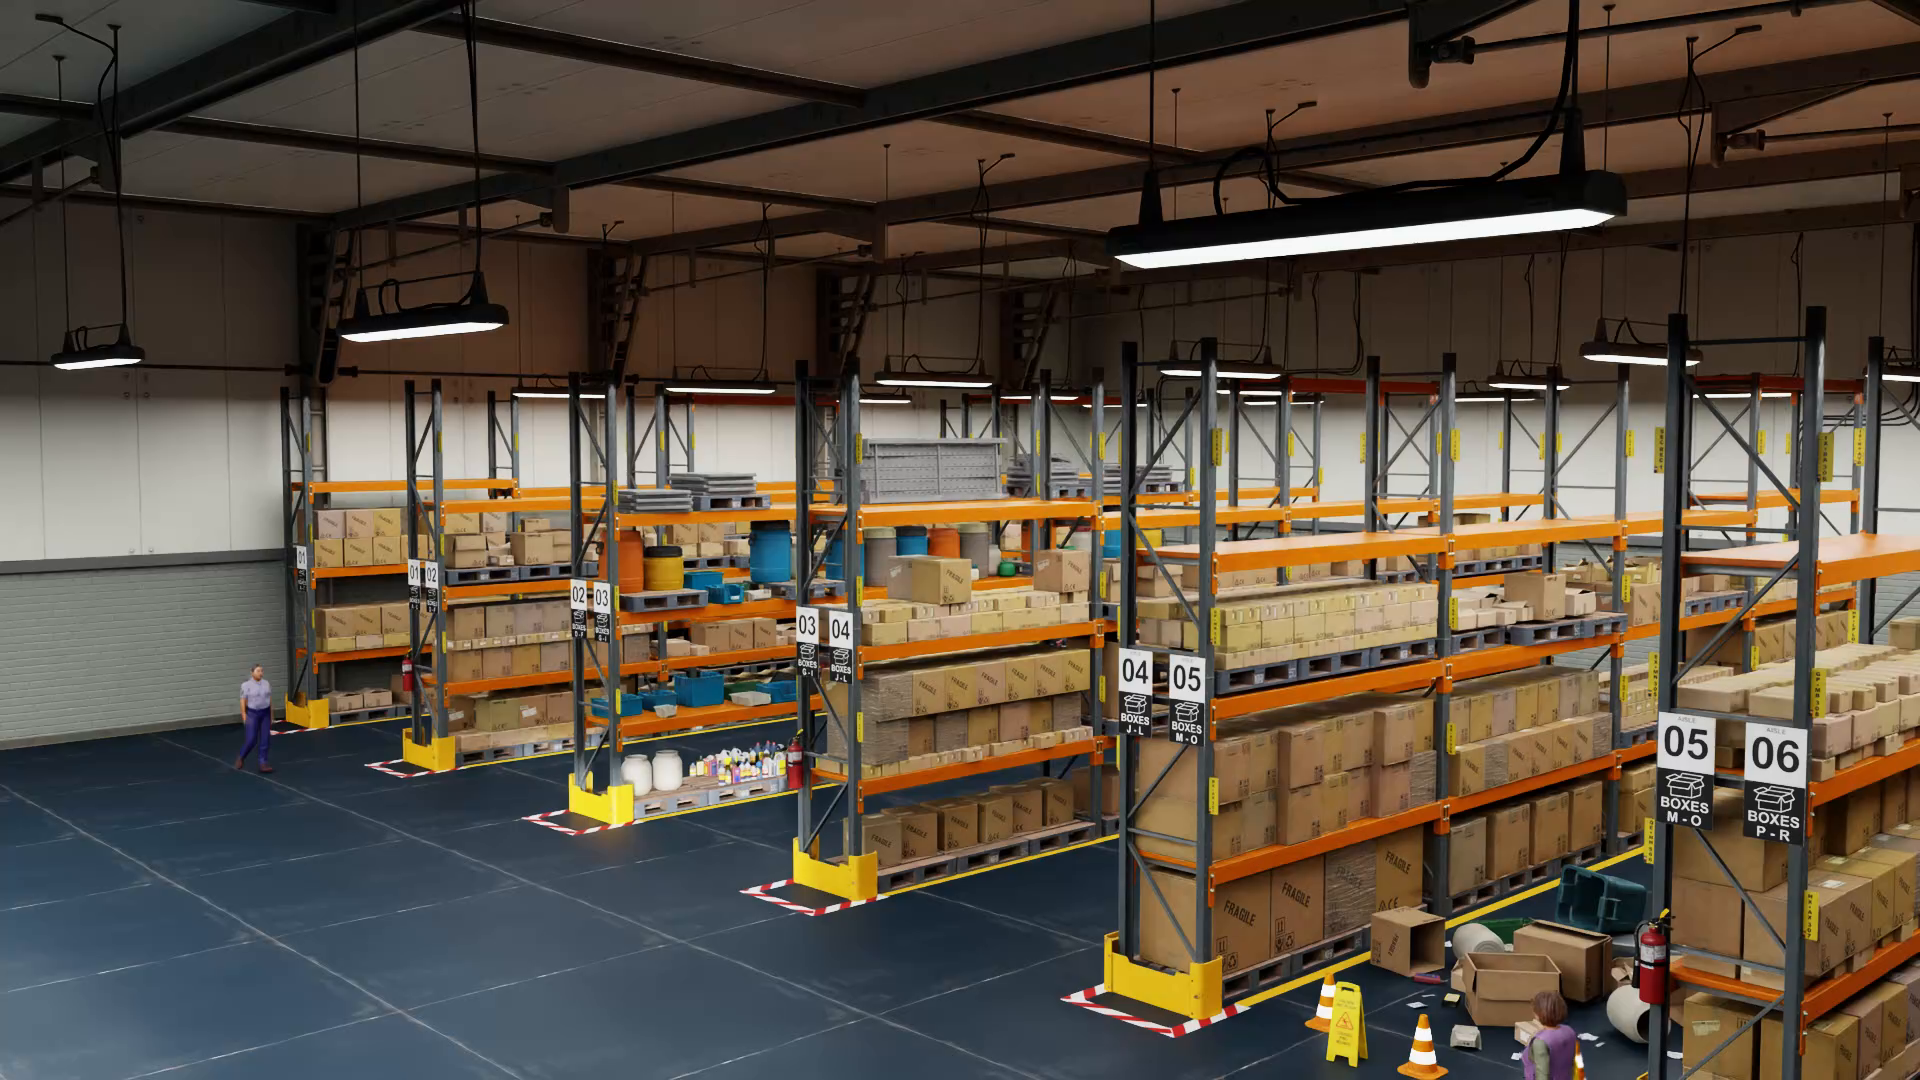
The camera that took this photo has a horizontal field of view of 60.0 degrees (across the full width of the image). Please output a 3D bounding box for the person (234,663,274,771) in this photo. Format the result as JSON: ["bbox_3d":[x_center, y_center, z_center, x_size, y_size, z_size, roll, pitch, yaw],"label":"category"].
[{"bbox_3d":[-10.773,2.704,25.410,0.521,1.640,0.523,3,4,35],"label":"person"}]

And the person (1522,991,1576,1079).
[{"bbox_3d":[3.844,3.684,10.688,0.416,1.560,0.847,-3,5,-43],"label":"person"}]
